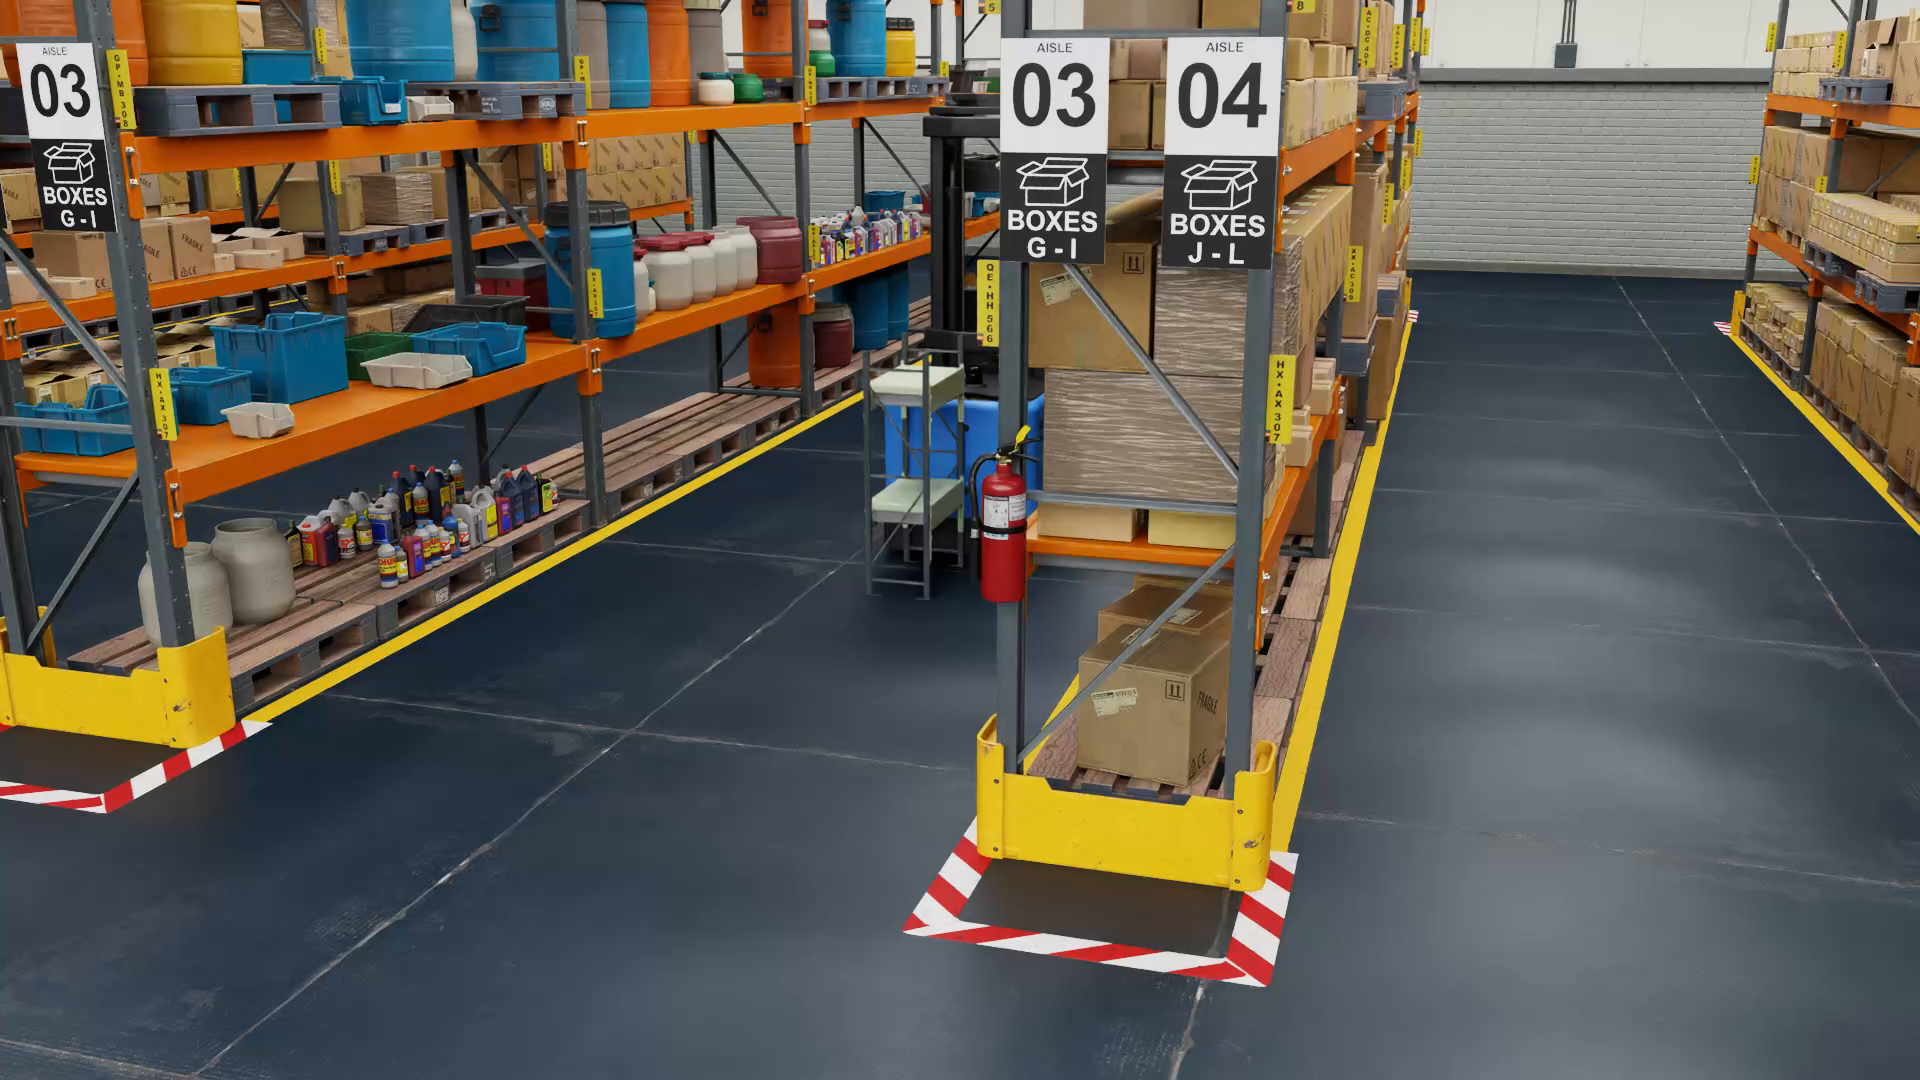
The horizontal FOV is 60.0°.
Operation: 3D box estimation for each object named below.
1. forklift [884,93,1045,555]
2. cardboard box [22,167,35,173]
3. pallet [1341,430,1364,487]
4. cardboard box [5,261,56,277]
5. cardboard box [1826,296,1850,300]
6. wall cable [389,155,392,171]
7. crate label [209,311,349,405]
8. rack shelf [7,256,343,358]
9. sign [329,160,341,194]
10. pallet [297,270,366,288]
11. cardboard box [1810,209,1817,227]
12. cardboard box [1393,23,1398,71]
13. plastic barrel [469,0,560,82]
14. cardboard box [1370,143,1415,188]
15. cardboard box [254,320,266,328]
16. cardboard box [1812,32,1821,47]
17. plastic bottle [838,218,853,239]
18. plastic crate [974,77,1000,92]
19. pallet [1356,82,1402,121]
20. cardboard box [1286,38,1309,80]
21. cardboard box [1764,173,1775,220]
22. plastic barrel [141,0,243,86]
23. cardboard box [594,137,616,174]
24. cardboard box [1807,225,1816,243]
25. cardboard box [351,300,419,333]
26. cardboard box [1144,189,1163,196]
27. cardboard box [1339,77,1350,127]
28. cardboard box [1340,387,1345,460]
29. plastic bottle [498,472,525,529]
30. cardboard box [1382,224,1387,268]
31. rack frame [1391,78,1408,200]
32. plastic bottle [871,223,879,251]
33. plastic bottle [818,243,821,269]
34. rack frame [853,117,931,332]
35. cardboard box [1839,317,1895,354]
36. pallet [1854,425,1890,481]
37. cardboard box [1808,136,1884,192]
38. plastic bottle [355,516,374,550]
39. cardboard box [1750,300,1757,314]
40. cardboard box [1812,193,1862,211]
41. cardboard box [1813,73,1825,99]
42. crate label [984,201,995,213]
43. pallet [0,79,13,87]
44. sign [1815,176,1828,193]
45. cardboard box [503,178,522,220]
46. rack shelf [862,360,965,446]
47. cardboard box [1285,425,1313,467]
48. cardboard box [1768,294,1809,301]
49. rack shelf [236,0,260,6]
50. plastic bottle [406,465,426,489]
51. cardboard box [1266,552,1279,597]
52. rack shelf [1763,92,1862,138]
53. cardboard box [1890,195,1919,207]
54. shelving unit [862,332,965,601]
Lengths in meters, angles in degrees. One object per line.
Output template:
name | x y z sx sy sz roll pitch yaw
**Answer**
forklift | 0.403 -1.644 11.754 1.130 2.935 3.031 5 16 16
cardboard box | -10.667 -4.314 18.901 0.500 0.250 0.500 5 17 16
pallet | 2.691 -0.683 13.351 1.003 0.211 1.213 5 16 16
cardboard box | -7.646 -2.131 13.593 0.396 0.266 0.258 4 16 15
cardboard box | 9.771 -2.593 18.340 0.380 0.149 0.250 5 17 18
wall cable | -9.603 -6.372 26.434 0.084 1.984 1.851 5 16 16
crate label | -3.844 -1.040 9.433 0.502 0.435 0.616 5 16 16
rack shelf | -7.151 -2.129 14.657 1.077 0.370 4.000 5 16 16
sign | -6.049 -3.513 16.096 0.100 0.325 0.005 5 16 16
pallet | -9.212 -3.918 24.755 1.003 0.211 1.213 5 16 16
cardboard box | 8.225 -3.021 15.630 0.380 0.149 0.250 5 17 17
cardboard box | 4.373 -5.367 18.120 0.700 0.500 0.500 6 17 19
plastic barrel | -3.035 -3.401 11.407 0.600 0.901 0.708 5 16 16
cardboard box | 5.301 -4.606 20.427 0.500 0.500 0.500 5 17 17
cardboard box | -6.495 -1.991 16.094 0.500 0.311 0.500 5 17 17
cardboard box | 8.947 -5.111 16.983 0.380 0.149 0.250 5 16 15
plastic bottle | -1.142 -3.059 16.706 0.144 0.351 0.185 5 16 16
plastic crate | 0.432 -5.767 21.056 0.450 0.188 0.336 5 16 16
pallet | 2.055 -2.689 10.158 1.213 0.211 1.003 5 16 16
cardboard box | 1.107 -1.813 6.272 0.380 0.149 0.250 5 17 17
cardboard box | 9.394 -3.864 18.728 0.500 0.500 0.500 5 16 16
plastic barrel | -3.906 -2.564 8.260 0.600 0.588 0.600 0 16 0
cardboard box | -4.749 -4.945 21.250 0.500 0.500 0.500 4 16 14
cardboard box | 8.225 -2.878 15.671 0.380 0.149 0.250 4 16 13
cardboard box | -6.036 -2.242 17.510 0.500 0.500 0.500 4 16 14
cardboard box | 1.265 -1.626 9.004 0.500 0.500 0.500 5 16 16
cardboard box | 1.740 -2.278 8.642 0.500 0.250 0.500 5 17 17
cardboard box | 2.598 -0.915 12.834 0.700 0.500 0.500 3 16 11
plastic bottle | -2.932 -0.263 10.808 0.144 0.351 0.185 4 16 13
cardboard box | 3.458 -2.518 14.528 0.500 0.500 0.500 4 16 14
rack frame | 4.051 -3.276 17.381 1.000 3.000 0.127 5 16 16
plastic bottle | -0.873 -3.088 16.933 0.061 0.283 0.133 5 16 16
plastic bottle | -1.342 -2.668 15.473 0.097 0.271 0.097 0 16 0
rack frame | -0.698 -3.660 18.735 1.000 3.000 0.127 5 16 16
cardboard box | 8.016 -1.779 14.543 0.500 0.250 0.500 5 17 18
pallet | 7.864 -0.681 13.343 1.003 0.211 1.213 5 16 16
cardboard box | 8.652 -3.681 16.248 0.500 0.500 0.500 4 16 14
plastic bottle | -3.698 -0.046 10.316 0.097 0.201 0.097 0 16 0
cardboard box | 9.387 -2.700 19.262 0.380 0.149 0.250 5 16 16
cardboard box | 8.225 -3.165 15.590 0.380 0.149 0.250 6 17 19
cardboard box | 8.811 -4.515 16.527 0.500 0.250 0.500 5 16 16
crate label | 0.229 -4.231 21.124 0.396 0.136 0.243 5 16 16
pallet | -7.481 -3.535 13.148 0.805 0.209 1.217 4 16 14
sign | 8.255 -3.321 15.955 0.100 0.325 0.005 5 16 16
cardboard box | -5.550 -4.244 20.610 0.500 0.500 0.500 5 17 17
rack shelf | -0.272 -0.841 10.116 0.431 0.370 0.720 5 16 16
cardboard box | 1.470 -0.456 7.901 0.380 0.149 0.250 5 16 16
cardboard box | 9.203 -2.636 18.492 0.380 0.149 0.250 5 17 18
rack shelf | -9.628 -7.299 22.622 1.077 0.370 4.000 5 16 16
plastic bottle | -3.598 -0.325 11.026 0.144 0.351 0.185 5 17 17
cardboard box | 1.470 0.070 9.397 0.500 0.500 0.500 11 19 33
rack shelf | 9.346 -4.485 17.465 1.077 0.370 4.000 5 16 16
cardboard box | 8.851 -3.112 15.404 0.380 0.149 0.250 5 17 18
shelving unit | -0.272 -0.466 10.222 0.431 1.500 0.755 5 16 16
